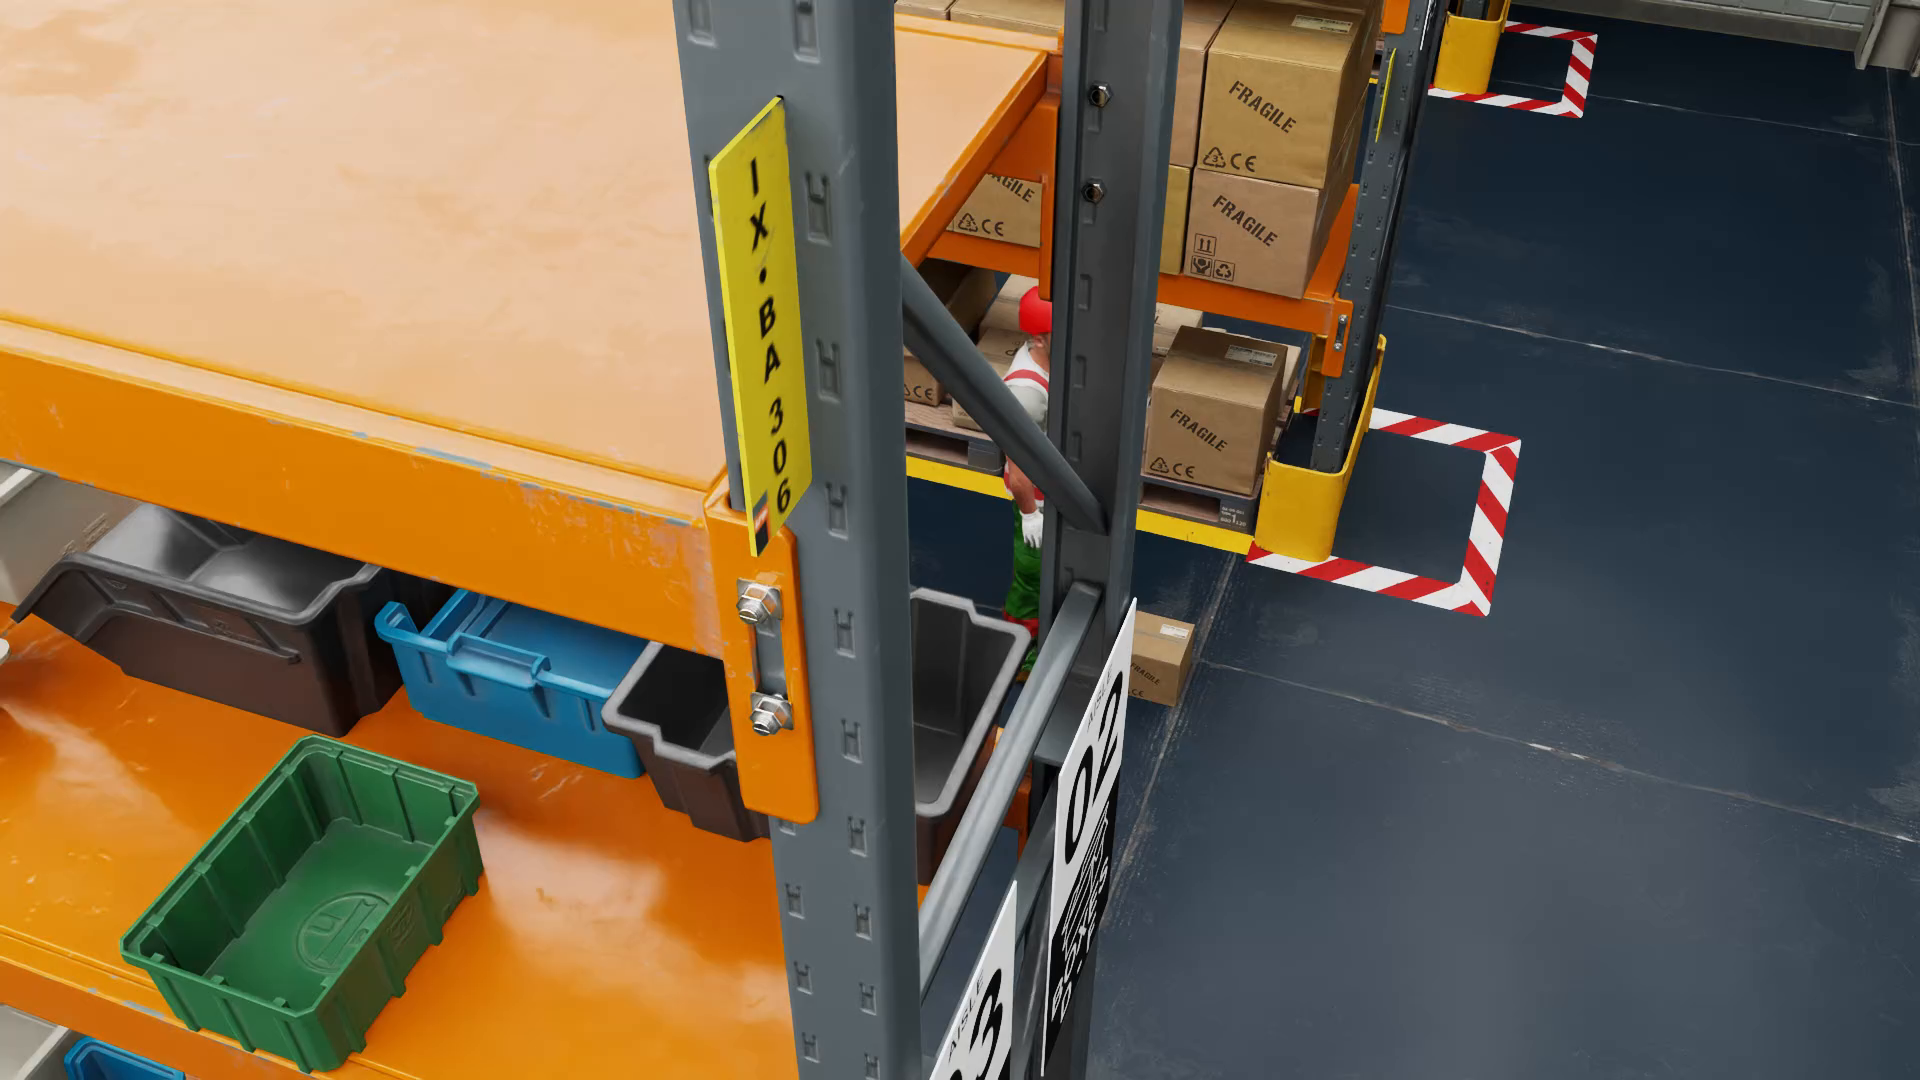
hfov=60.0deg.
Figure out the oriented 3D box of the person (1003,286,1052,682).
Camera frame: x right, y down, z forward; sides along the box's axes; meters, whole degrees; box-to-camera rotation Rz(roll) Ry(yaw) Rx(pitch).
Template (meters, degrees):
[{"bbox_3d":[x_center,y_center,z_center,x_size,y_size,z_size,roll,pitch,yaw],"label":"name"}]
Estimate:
[{"bbox_3d":[0.364,-0.208,6.467,0.374,1.793,0.522,14,43,16],"label":"person"}]
